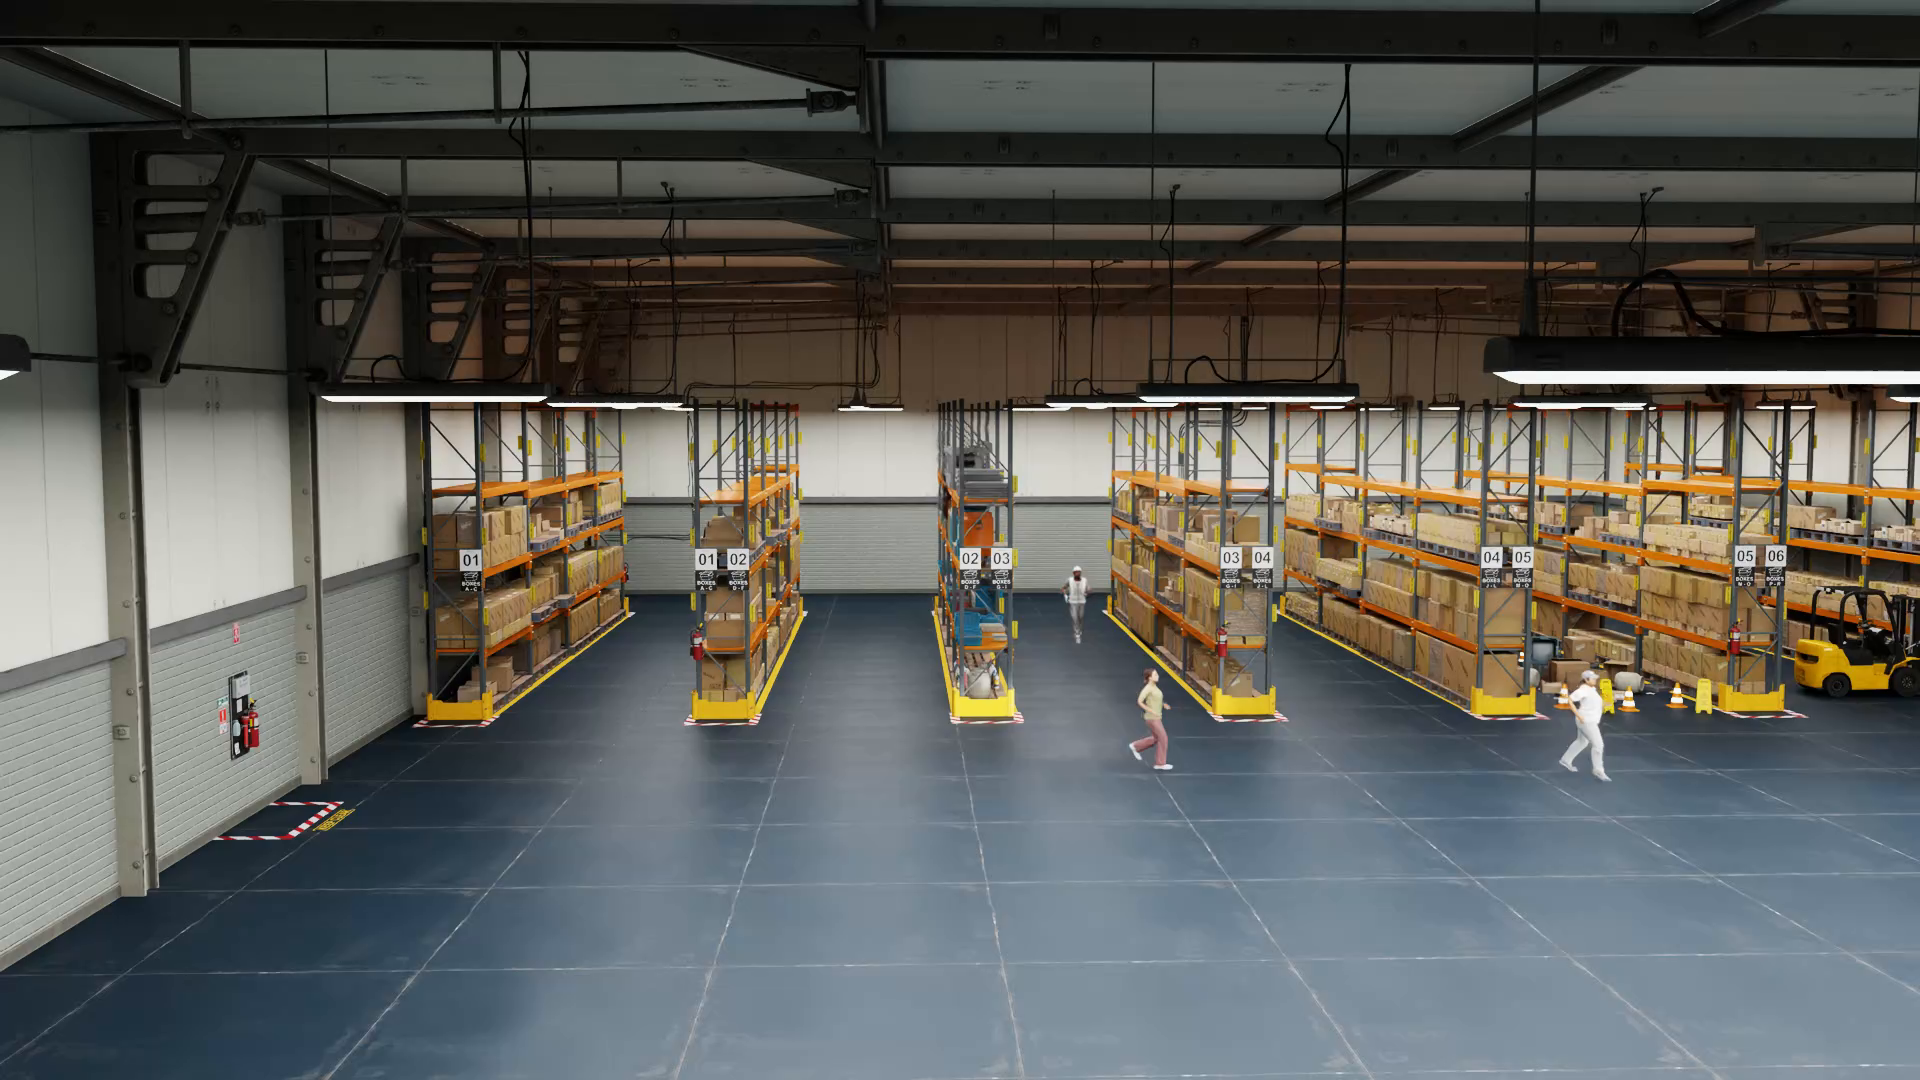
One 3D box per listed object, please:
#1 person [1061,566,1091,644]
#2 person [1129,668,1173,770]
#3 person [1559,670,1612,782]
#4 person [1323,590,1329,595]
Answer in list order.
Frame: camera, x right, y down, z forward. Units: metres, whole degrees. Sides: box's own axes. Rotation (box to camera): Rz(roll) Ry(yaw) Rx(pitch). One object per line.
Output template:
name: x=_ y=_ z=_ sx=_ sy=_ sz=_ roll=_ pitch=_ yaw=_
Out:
person: x=2.788 y=1.535 z=39.603 sx=0.678 sy=1.827 sz=0.814 roll=-1 pitch=4 yaw=-8
person: x=3.072 y=2.871 z=26.806 sx=0.753 sy=1.628 sz=0.586 roll=2 pitch=5 yaw=23
person: x=9.864 y=2.901 z=26.163 sx=0.786 sy=1.718 sz=0.587 roll=3 pitch=5 yaw=30
person: x=10.713 y=1.211 z=48.766 sx=0.642 sy=1.653 sz=0.512 roll=-3 pitch=6 yaw=-39
